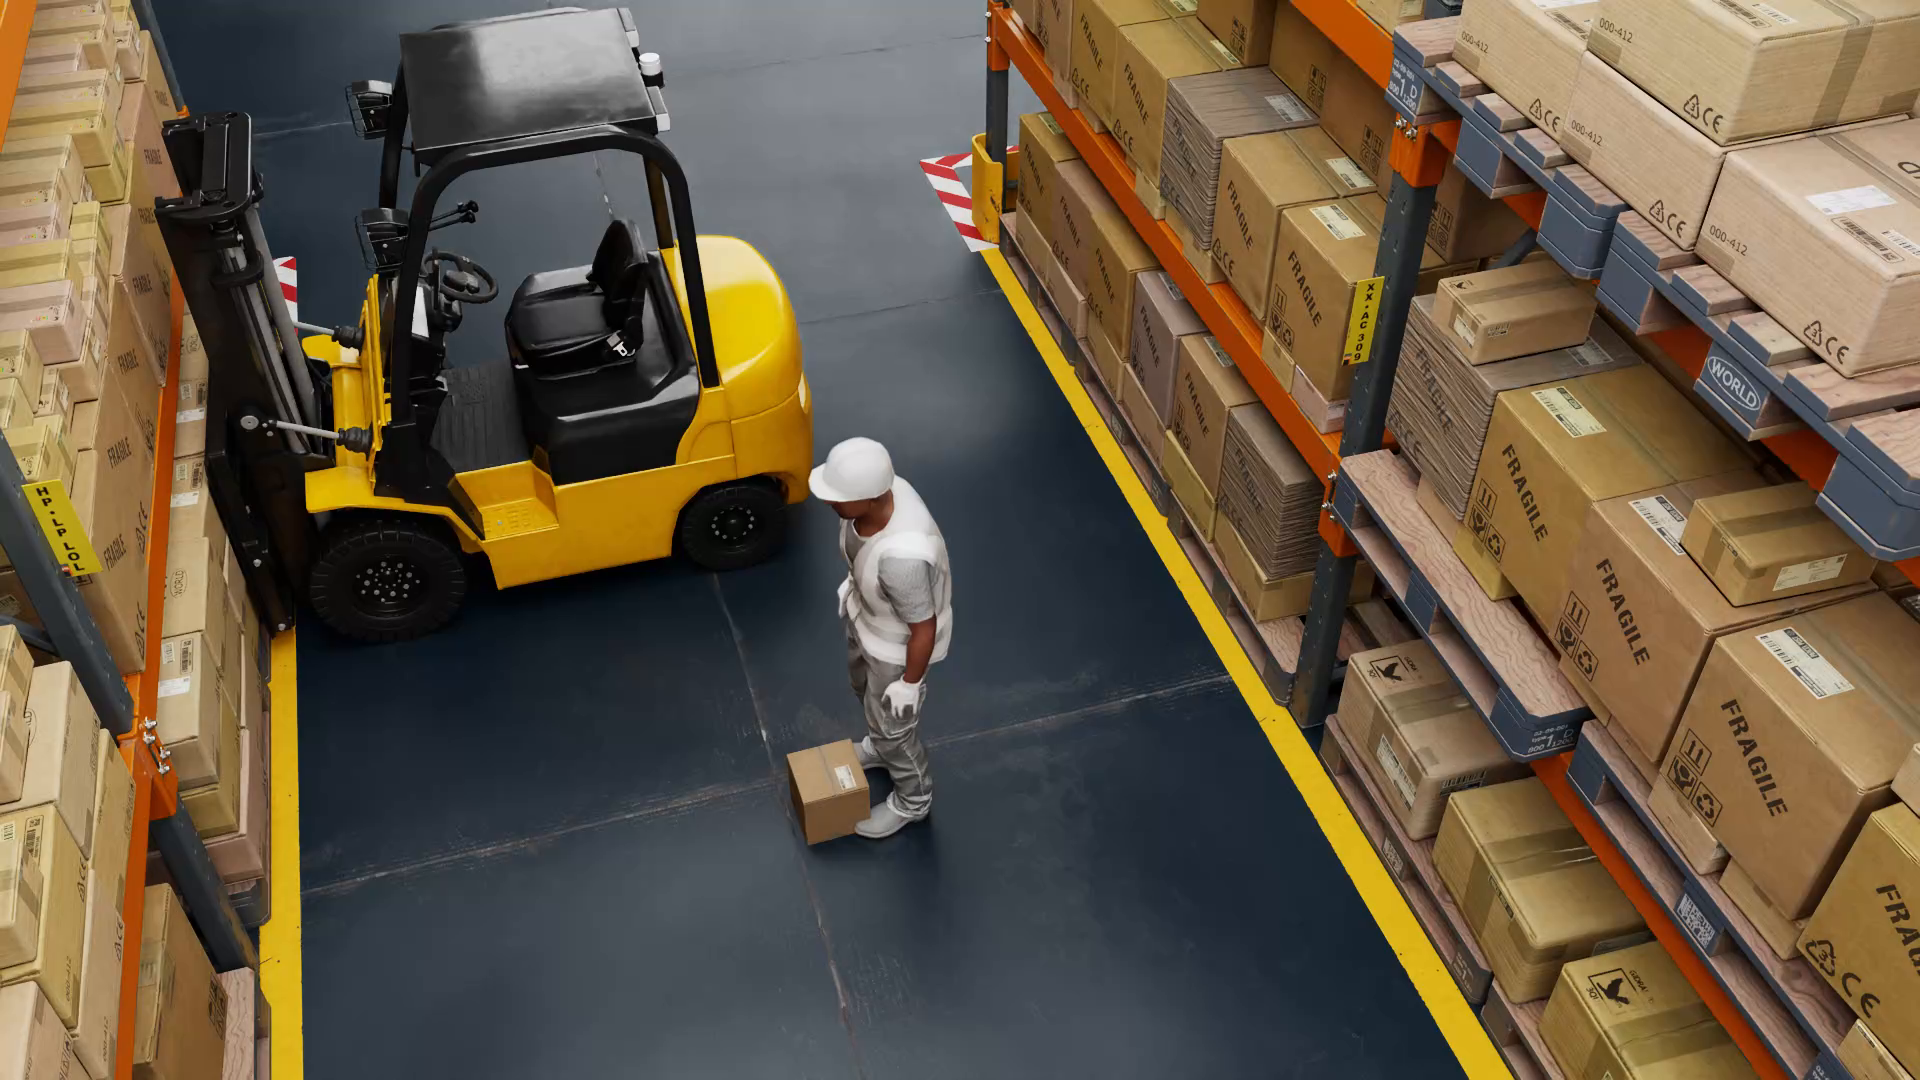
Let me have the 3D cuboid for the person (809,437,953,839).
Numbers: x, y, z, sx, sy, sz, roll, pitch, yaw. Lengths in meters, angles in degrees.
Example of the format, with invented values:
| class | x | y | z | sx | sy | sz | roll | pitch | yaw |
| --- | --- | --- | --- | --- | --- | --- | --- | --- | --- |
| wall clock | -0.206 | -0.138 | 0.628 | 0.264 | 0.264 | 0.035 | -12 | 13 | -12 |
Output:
| class | x | y | z | sx | sy | sz | roll | pitch | yaw |
| --- | --- | --- | --- | --- | --- | --- | --- | --- | --- |
| person | -0.270 | 0.327 | 5.787 | 0.449 | 1.773 | 0.620 | -14 | 44 | -15 |
